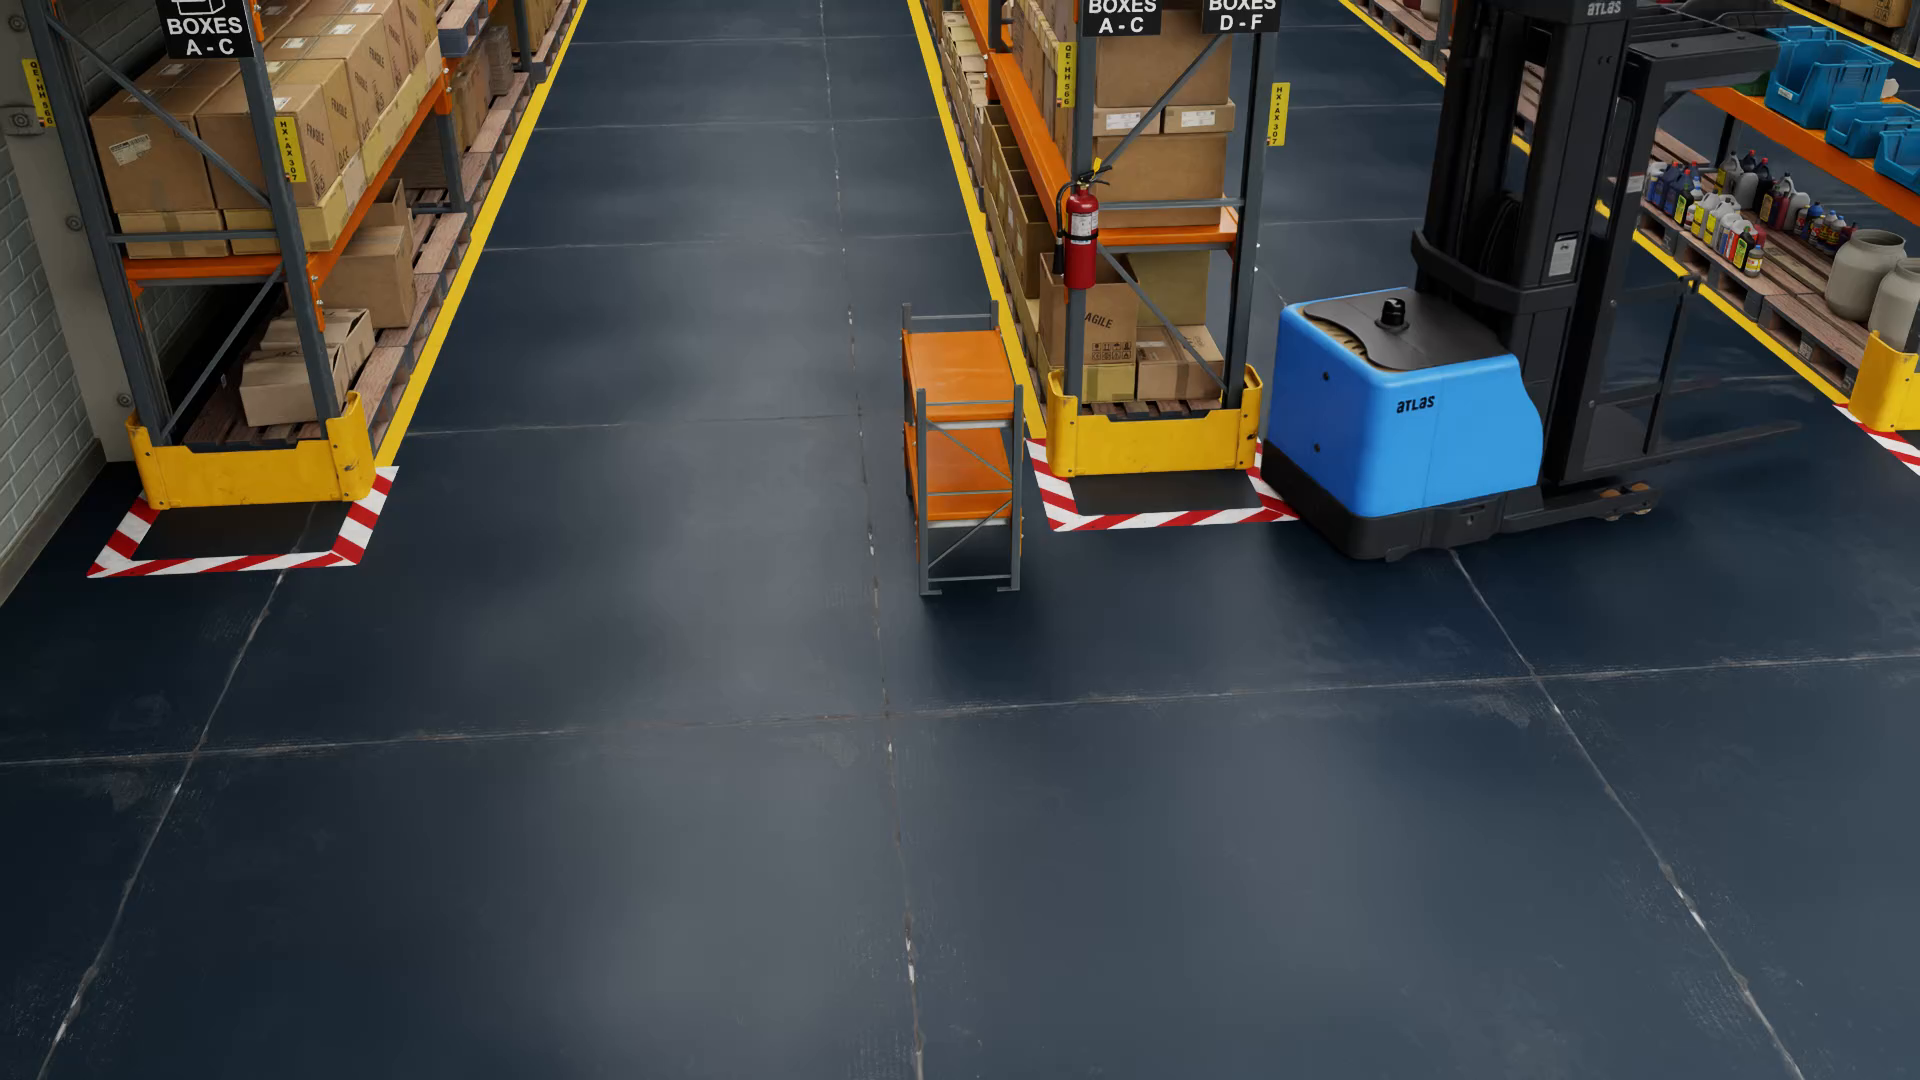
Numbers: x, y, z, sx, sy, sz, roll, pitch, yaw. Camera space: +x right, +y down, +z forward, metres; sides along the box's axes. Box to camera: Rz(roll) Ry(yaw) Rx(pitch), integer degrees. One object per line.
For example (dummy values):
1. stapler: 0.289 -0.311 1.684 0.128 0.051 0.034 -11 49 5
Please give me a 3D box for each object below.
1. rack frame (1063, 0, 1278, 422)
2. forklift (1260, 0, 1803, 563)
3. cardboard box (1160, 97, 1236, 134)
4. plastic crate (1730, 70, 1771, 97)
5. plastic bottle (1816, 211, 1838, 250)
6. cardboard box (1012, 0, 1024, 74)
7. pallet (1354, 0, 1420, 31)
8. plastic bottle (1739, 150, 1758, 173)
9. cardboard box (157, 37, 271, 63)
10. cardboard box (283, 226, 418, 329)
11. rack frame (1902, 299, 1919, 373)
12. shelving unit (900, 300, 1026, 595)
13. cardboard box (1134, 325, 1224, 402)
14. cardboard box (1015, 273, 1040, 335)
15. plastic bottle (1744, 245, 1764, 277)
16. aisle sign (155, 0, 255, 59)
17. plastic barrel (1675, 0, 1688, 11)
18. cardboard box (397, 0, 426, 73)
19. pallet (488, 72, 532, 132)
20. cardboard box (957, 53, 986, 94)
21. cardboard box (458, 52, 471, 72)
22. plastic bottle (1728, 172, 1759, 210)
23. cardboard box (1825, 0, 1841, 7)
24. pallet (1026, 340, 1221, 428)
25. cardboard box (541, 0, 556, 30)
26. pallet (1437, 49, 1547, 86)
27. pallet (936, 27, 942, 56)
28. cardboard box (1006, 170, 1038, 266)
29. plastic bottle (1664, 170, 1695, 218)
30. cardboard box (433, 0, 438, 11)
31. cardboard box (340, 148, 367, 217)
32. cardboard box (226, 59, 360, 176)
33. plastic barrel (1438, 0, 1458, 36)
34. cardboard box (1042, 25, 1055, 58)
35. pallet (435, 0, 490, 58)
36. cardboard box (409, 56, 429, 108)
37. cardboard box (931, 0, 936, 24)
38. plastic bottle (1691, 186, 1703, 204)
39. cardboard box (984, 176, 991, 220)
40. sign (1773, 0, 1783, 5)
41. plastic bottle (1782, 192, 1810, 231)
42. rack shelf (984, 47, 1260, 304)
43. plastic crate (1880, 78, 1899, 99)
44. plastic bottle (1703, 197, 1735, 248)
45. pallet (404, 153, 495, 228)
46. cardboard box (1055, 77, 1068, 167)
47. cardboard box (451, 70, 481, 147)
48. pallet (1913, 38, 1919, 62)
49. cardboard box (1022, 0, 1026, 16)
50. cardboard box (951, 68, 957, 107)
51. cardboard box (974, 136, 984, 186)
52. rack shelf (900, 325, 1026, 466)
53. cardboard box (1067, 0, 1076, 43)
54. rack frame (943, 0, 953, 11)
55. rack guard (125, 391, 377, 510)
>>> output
1. rack frame: 1.084 -1.765 8.781 1.000 3.000 0.127 -3 31 -5
2. forklift: 3.233 -1.603 8.575 3.031 2.935 1.130 -11 33 -18
3. cardboard box: 1.262 -2.298 8.941 0.380 0.149 0.250 -3 31 -5
4. plastic crate: 5.488 -3.246 11.465 0.450 0.188 0.662 -3 31 -5
5. plastic bottle: 6.116 -2.185 11.715 0.097 0.271 0.097 0 31 0
6. cardboard box: 0.758 -3.624 11.795 0.700 0.500 0.500 -4 31 -6
7. pallet: 5.043 -5.910 18.439 1.003 0.211 1.213 -3 31 -5
8. plastic bottle: 5.989 -2.780 12.633 0.144 0.351 0.185 -4 31 -6
9. cardboard box: -4.193 -2.544 9.480 0.500 0.500 0.500 -4 31 -6
10. cardboard box: -3.895 -1.668 10.625 0.700 0.500 0.500 -5 31 -8
11. rack frame: 6.016 -2.001 9.175 1.000 3.000 0.127 -3 31 -5
12. shelving unit: -0.001 -0.486 8.467 0.538 1.125 1.048 -3 31 -5
13. cardboard box: 1.255 -1.050 9.854 0.500 0.250 0.500 -3 31 -5
14. cardboard box: 0.633 -1.535 10.666 0.500 0.250 0.500 -3 31 -5
15. plastic bottle: 5.408 -1.905 11.314 0.097 0.201 0.097 0 31 0
16. aisle sign: -3.542 -2.620 7.676 0.394 0.787 0.004 -3 31 -5
17. plastic barrel: 5.908 -4.470 12.820 0.600 0.901 0.708 -3 31 -5
18. cardboard box: -3.817 -3.353 10.835 0.500 0.500 0.500 -3 31 -5
19. pallet: -4.524 -4.014 15.265 1.003 0.211 1.213 -3 31 -5
20. cardboard box: 0.245 -4.018 14.277 0.500 0.311 0.500 -3 31 -5
21. cardboard box: -4.432 -4.127 14.011 0.500 0.250 0.500 -3 31 -5
22. plastic bottle: 5.862 -2.630 12.455 0.152 0.276 0.135 -3 31 -5
23. cardboard box: 10.080 -6.400 18.201 1.225 0.875 0.875 -3 31 -4
24. pallet: 0.971 -0.957 10.146 1.003 0.211 1.213 -3 31 -5
25. cardboard box: -4.609 -5.697 17.050 0.750 0.750 0.750 -3 31 -5
26. pallet: 5.302 -4.491 16.063 1.003 0.211 1.213 -3 31 -5
27. pallet: 0.304 -5.036 16.975 1.003 0.211 1.213 -3 31 -5
28. cardboard box: 0.584 -2.112 10.901 0.500 0.500 0.500 -3 31 -5
29. plastic bottle: 5.322 -2.566 12.276 0.144 0.351 0.185 -4 31 -7
30. cardboard box: -4.235 -4.062 12.098 0.700 0.500 0.500 -3 31 -4
31. cardboard box: -3.640 -1.999 9.299 0.500 0.250 0.500 -4 31 -6
32. cardboard box: -3.629 -2.303 9.077 0.500 0.500 0.500 -3 31 -4
33. plastic barrel: 5.206 -5.583 16.878 0.600 0.830 0.708 -3 31 -5
34. cardboard box: 0.712 -3.065 10.226 0.380 0.149 0.250 -3 31 -5
35. pallet: -4.148 -3.883 12.513 1.003 0.211 1.213 -3 31 -5
36. cardboard box: -3.837 -3.031 11.025 0.500 0.250 0.500 -3 31 -4
37. cardboard box: -0.033 -5.696 17.370 0.500 0.500 0.500 -4 31 -6
38. plastic bottle: 5.373 -2.459 12.173 0.097 0.271 0.097 0 31 0
39. cardboard box: 0.452 -2.556 12.376 0.500 0.250 0.500 -3 31 -5
40. sign: 6.191 -4.183 12.557 0.100 0.325 0.005 -3 31 -5
41. plastic bottle: 6.049 -2.402 12.073 0.152 0.276 0.135 -2 31 -4
42. rack shelf: 0.897 -2.478 10.675 1.077 0.370 4.000 -3 31 -5
43. plastic crate: 6.046 -3.113 11.294 0.530 0.136 0.437 -3 31 -5
44. plastic bottle: 5.379 -2.254 11.753 0.144 0.351 0.185 -2 31 -3
45. pallet: -4.296 -2.769 13.180 1.003 0.211 1.213 -3 31 -5
46. cardboard box: 0.959 -2.569 10.028 0.700 0.500 0.500 -3 31 -4
47. cardboard box: -4.412 -3.583 13.832 0.700 0.500 0.500 -2 31 -4
48. pallet: 10.271 -4.726 16.457 1.003 0.211 1.213 -3 31 -5
49. cardboard box: 0.618 -3.589 11.103 0.380 0.149 0.250 -3 31 -5
50. cardboard box: 0.195 -4.047 14.871 0.500 0.250 0.500 -4 31 -6
51. cardboard box: 0.383 -3.005 13.128 0.500 0.250 0.500 -3 31 -5
52. rack shelf: -0.001 -0.738 8.317 0.538 0.278 1.000 -3 31 -5
53. cardboard box: 0.994 -2.900 9.317 0.700 0.500 0.500 -4 31 -6
54. rack frame: 0.337 -5.850 15.619 1.000 3.000 0.127 -3 31 -5
55. rack guard: -3.855 -0.492 9.086 1.175 0.500 0.348 -3 31 -5
